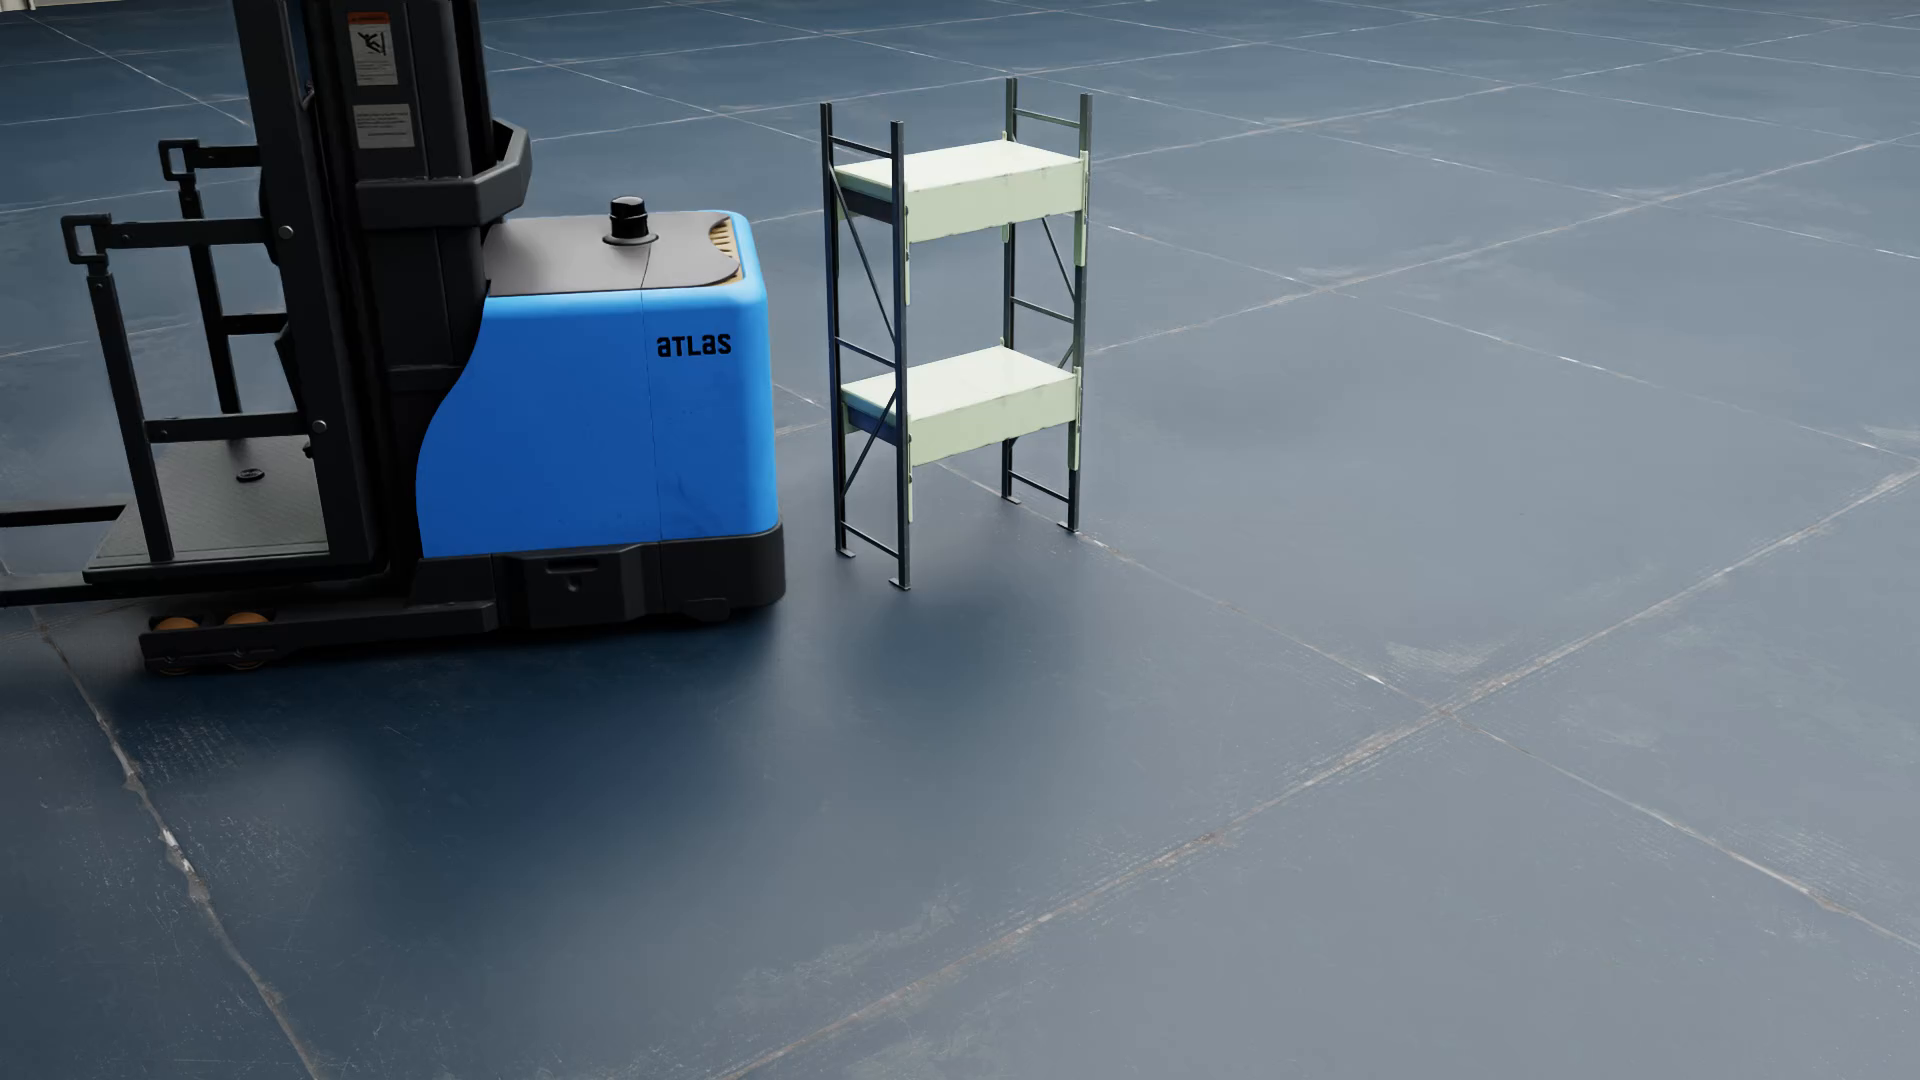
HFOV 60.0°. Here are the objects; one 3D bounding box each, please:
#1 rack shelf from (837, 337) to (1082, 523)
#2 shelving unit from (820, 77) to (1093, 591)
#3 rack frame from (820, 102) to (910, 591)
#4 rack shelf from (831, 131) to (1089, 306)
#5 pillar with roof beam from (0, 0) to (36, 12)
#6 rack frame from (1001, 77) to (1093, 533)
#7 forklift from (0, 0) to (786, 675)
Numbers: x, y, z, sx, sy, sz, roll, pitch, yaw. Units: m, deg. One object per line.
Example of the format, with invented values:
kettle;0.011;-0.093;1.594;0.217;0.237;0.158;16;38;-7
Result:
rack shelf;-0.005;-0.383;5.568;0.720;0.370;0.431;-18;31;-34
shelving unit;-0.005;-0.679;5.431;0.755;1.500;0.431;-18;31;-34
rack frame;-0.293;-0.583;5.226;0.023;1.500;0.400;-18;31;-34
rack shelf;-0.005;-1.033;5.266;0.720;0.370;0.431;-18;31;-34
pillar with roof beam;-7.810;-8.521;13.421;0.400;9.000;9.100;-18;31;-34
rack frame;0.283;-0.774;5.635;0.023;1.500;0.400;-18;31;-34
forklift;-2.114;-1.172;4.794;3.031;2.935;1.130;-4;25;-9
